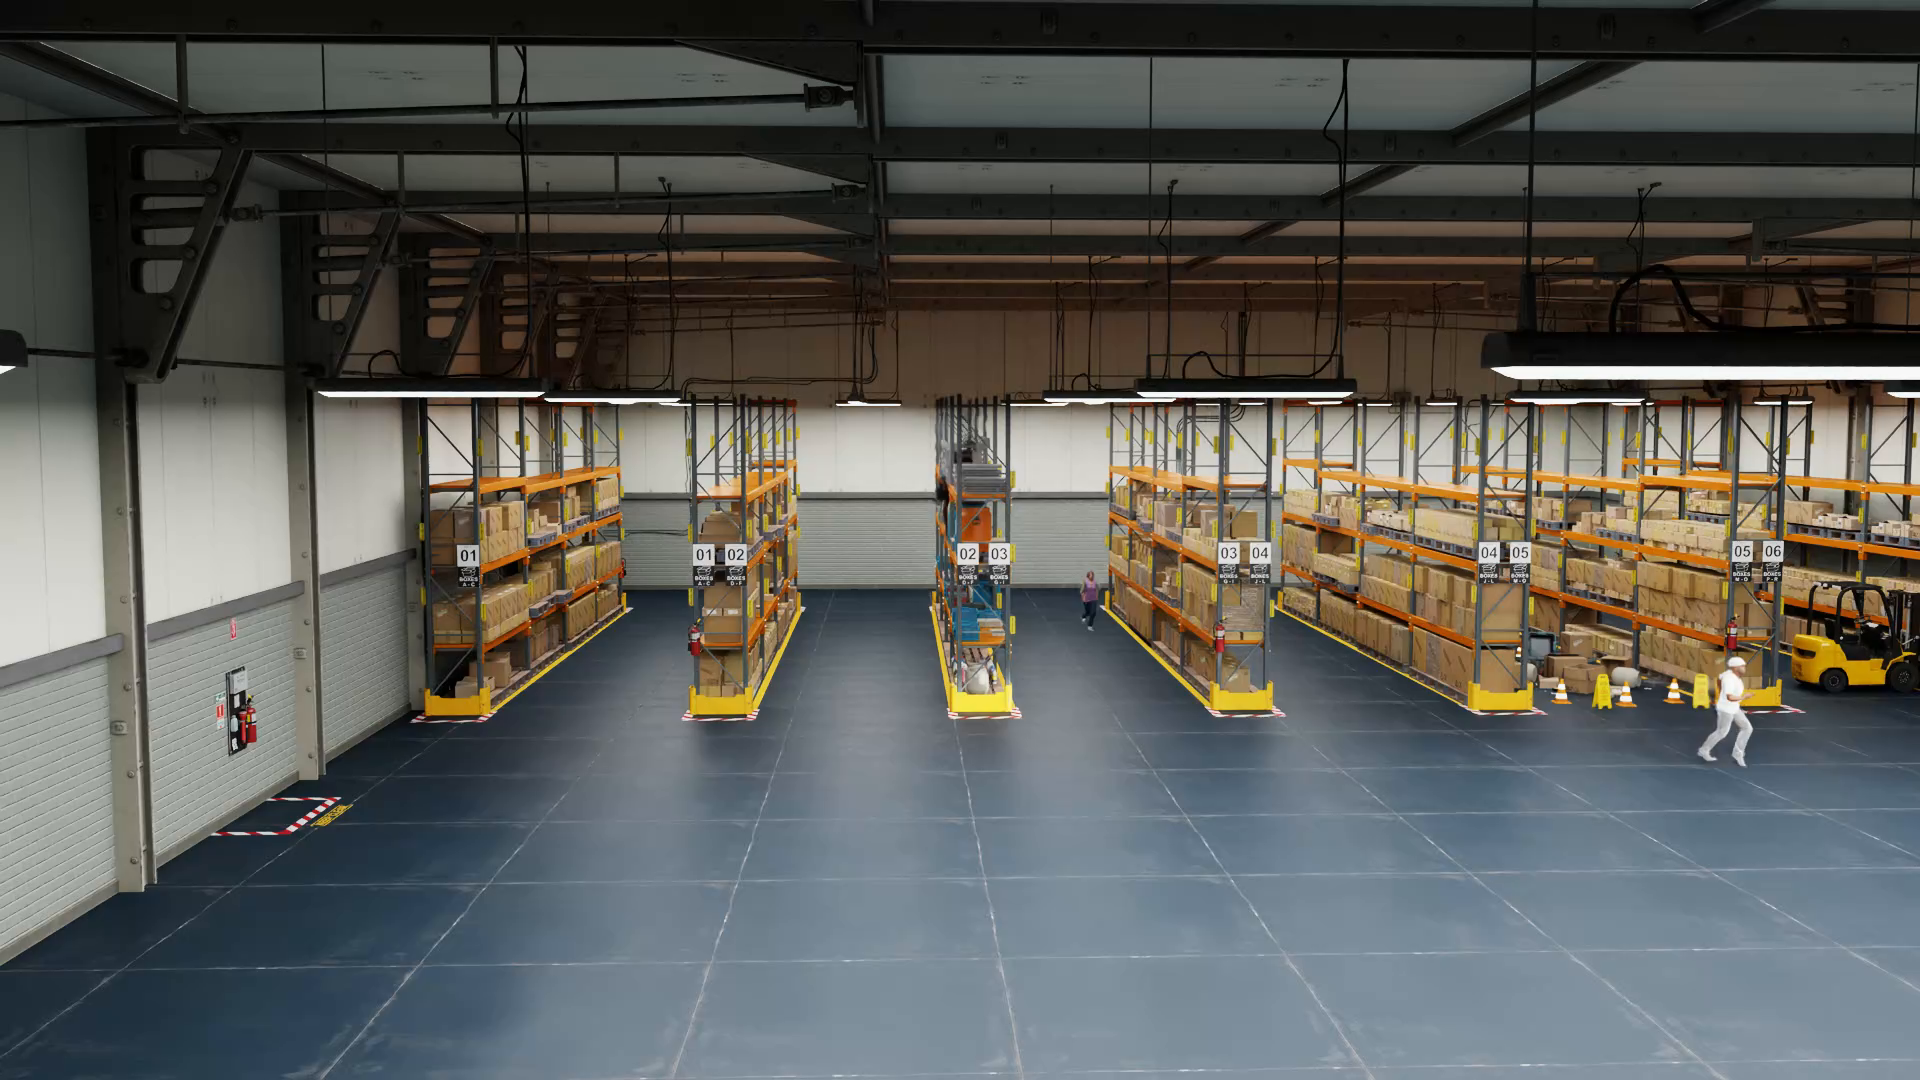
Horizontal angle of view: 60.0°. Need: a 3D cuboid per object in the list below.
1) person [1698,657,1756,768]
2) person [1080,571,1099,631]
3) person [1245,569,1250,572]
[{"bbox_3d":[12.301,2.754,26.653,0.840,1.794,0.728,3,6,36],"label":"person"},{"bbox_3d":[3.348,1.563,43.142,0.522,1.554,0.598,-1,5,-13],"label":"person"},{"bbox_3d":[7.965,1.196,47.395,0.696,1.625,0.642,2,5,24],"label":"person"}]
